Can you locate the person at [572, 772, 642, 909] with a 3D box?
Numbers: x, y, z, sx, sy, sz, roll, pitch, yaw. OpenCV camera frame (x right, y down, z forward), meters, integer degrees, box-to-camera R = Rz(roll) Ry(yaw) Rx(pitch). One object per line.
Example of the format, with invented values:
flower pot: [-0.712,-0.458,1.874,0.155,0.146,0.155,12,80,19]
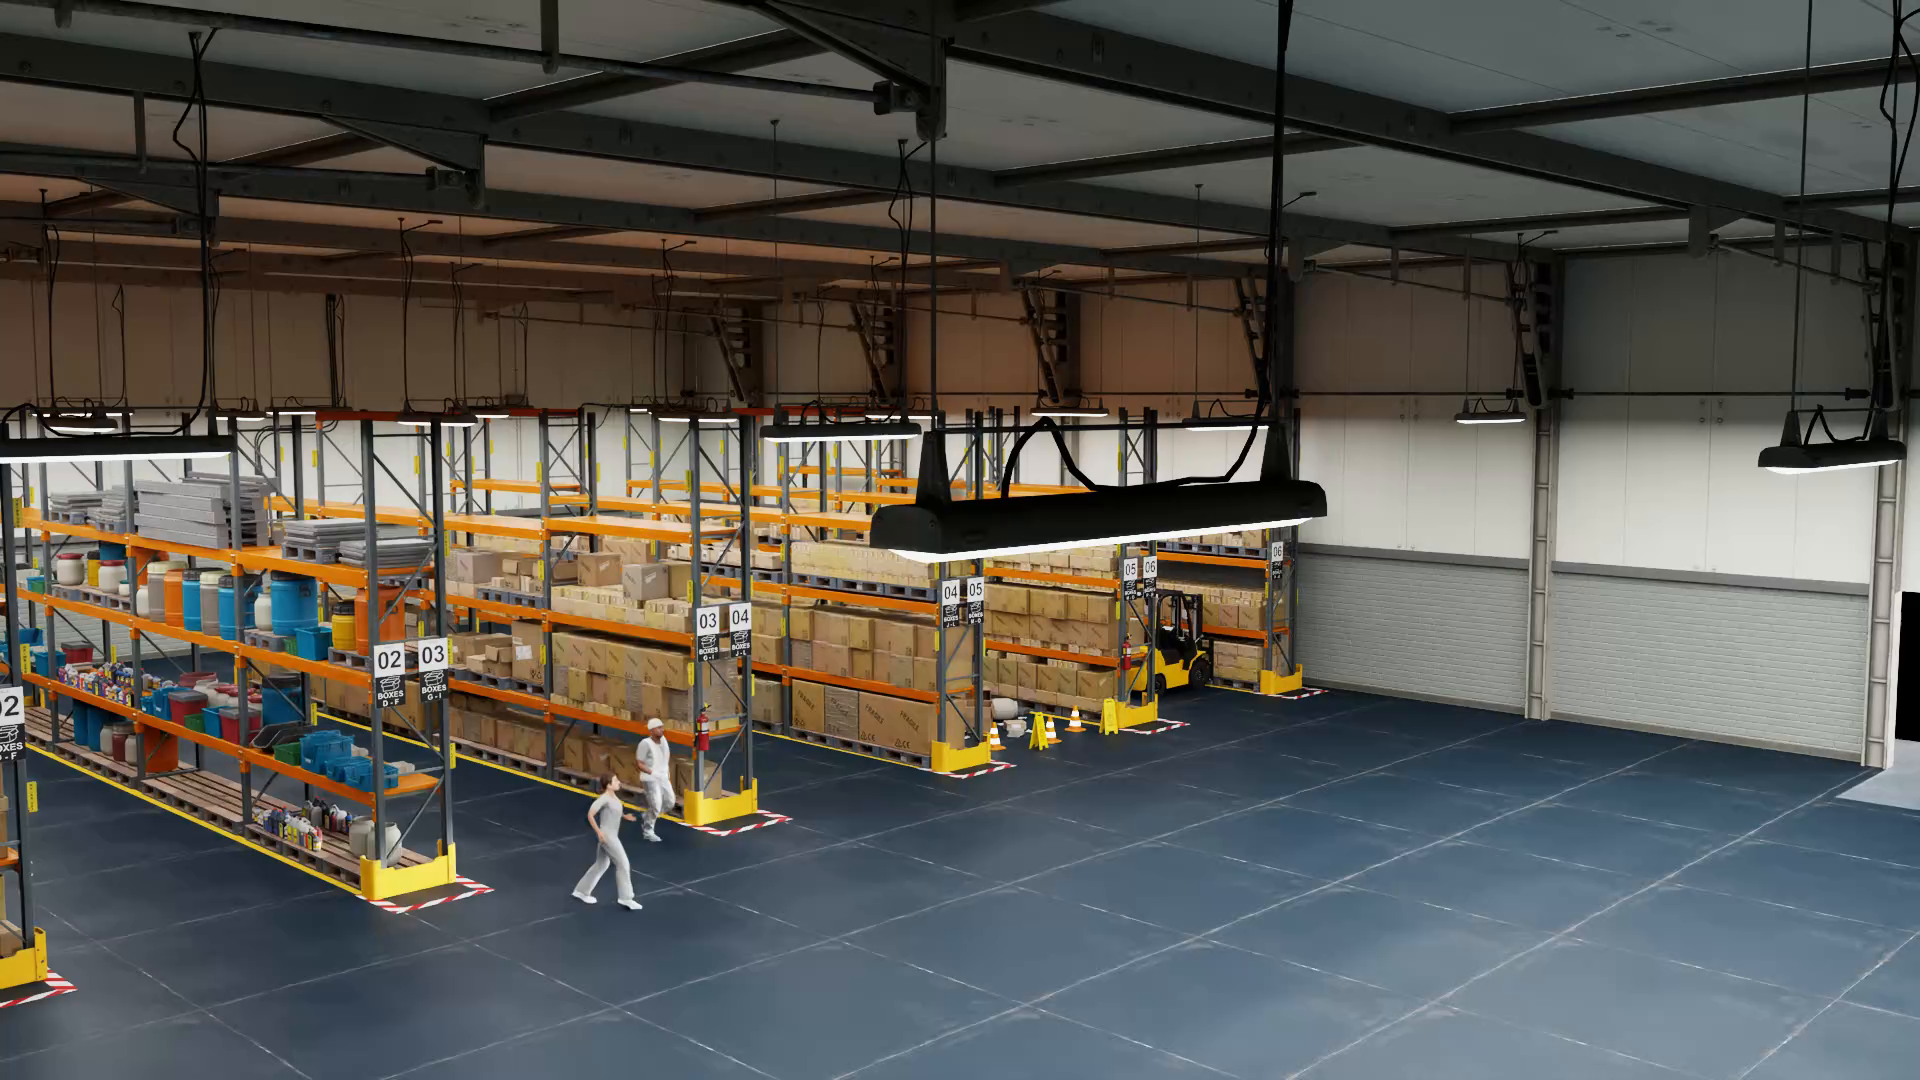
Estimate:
person: [-4.328,3.688,20.413,0.812,1.704,0.544,-1,5,-8]

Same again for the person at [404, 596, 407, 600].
person: [-13.049,2.104,38.467,0.813,1.750,0.667,-1,5,-6]

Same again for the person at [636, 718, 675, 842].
person: [-4.300,3.382,23.551,0.597,1.742,0.719,3,6,27]
